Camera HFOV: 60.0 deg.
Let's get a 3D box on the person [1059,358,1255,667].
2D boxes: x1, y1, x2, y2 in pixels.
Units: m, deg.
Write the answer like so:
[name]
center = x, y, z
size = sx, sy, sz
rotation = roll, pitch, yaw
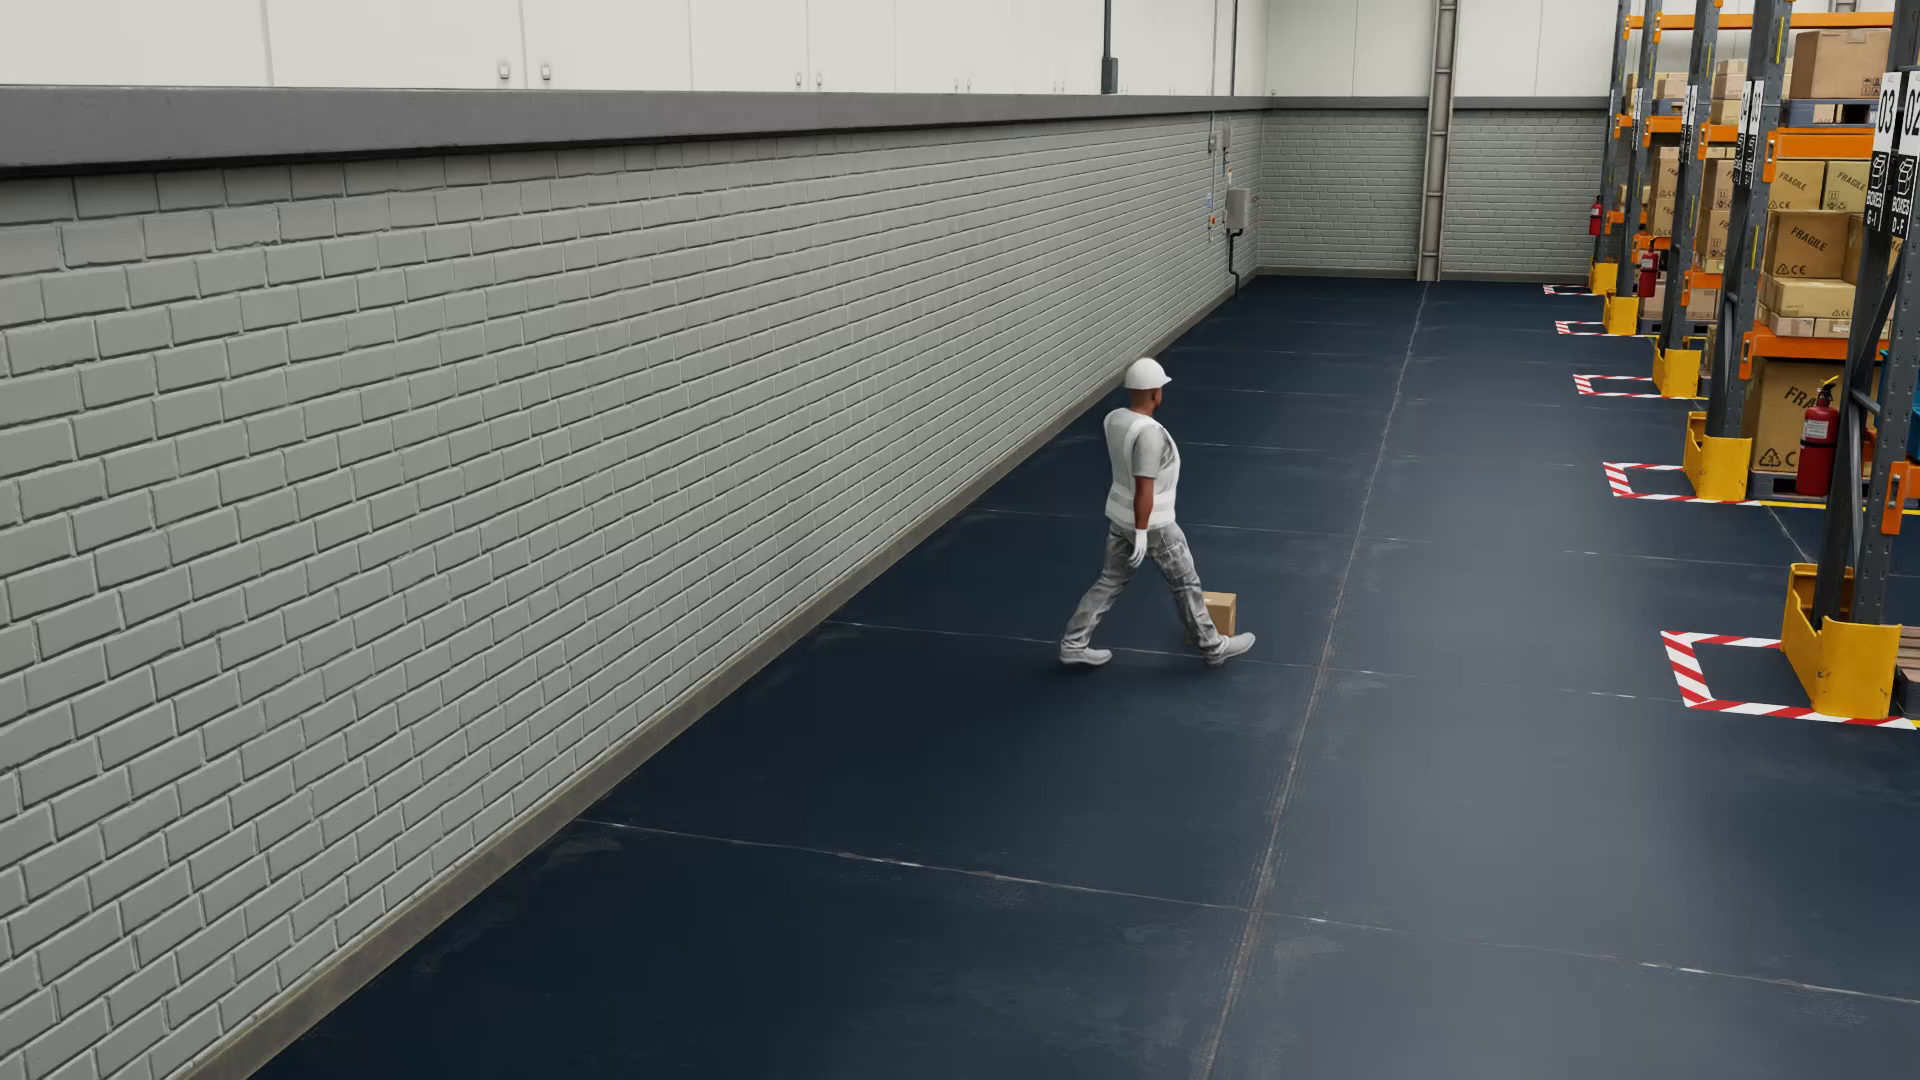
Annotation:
[person]
center = 1.089, -0.142, 9.042
size = 1.058, 1.720, 0.586
rotation = -6, 16, -20
